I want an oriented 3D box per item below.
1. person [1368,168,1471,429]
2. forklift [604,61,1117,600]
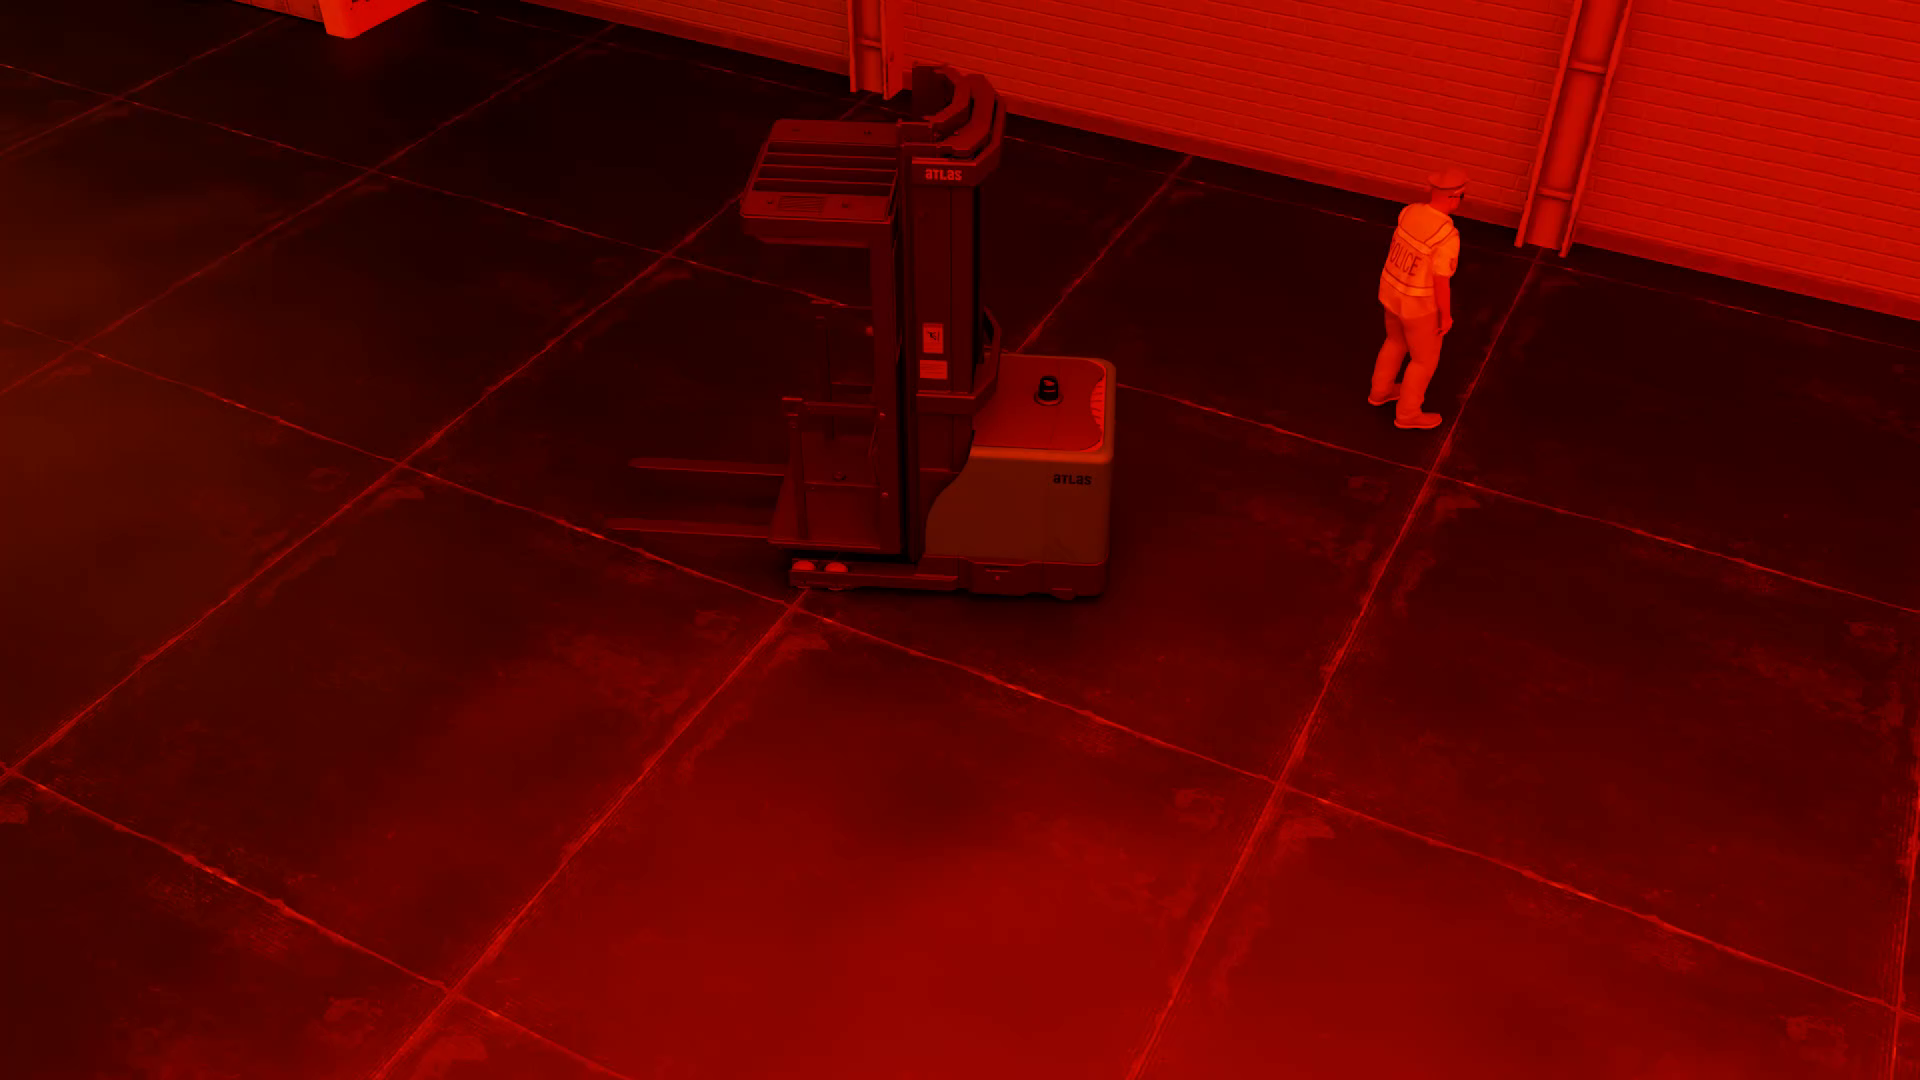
[{"bbox_3d":[2.947,-1.553,10.747,0.434,1.748,0.584,-15,43,-18],"label":"person"},{"bbox_3d":[-0.606,-1.157,9.360,3.031,2.935,1.130,3,40,4],"label":"forklift"}]
